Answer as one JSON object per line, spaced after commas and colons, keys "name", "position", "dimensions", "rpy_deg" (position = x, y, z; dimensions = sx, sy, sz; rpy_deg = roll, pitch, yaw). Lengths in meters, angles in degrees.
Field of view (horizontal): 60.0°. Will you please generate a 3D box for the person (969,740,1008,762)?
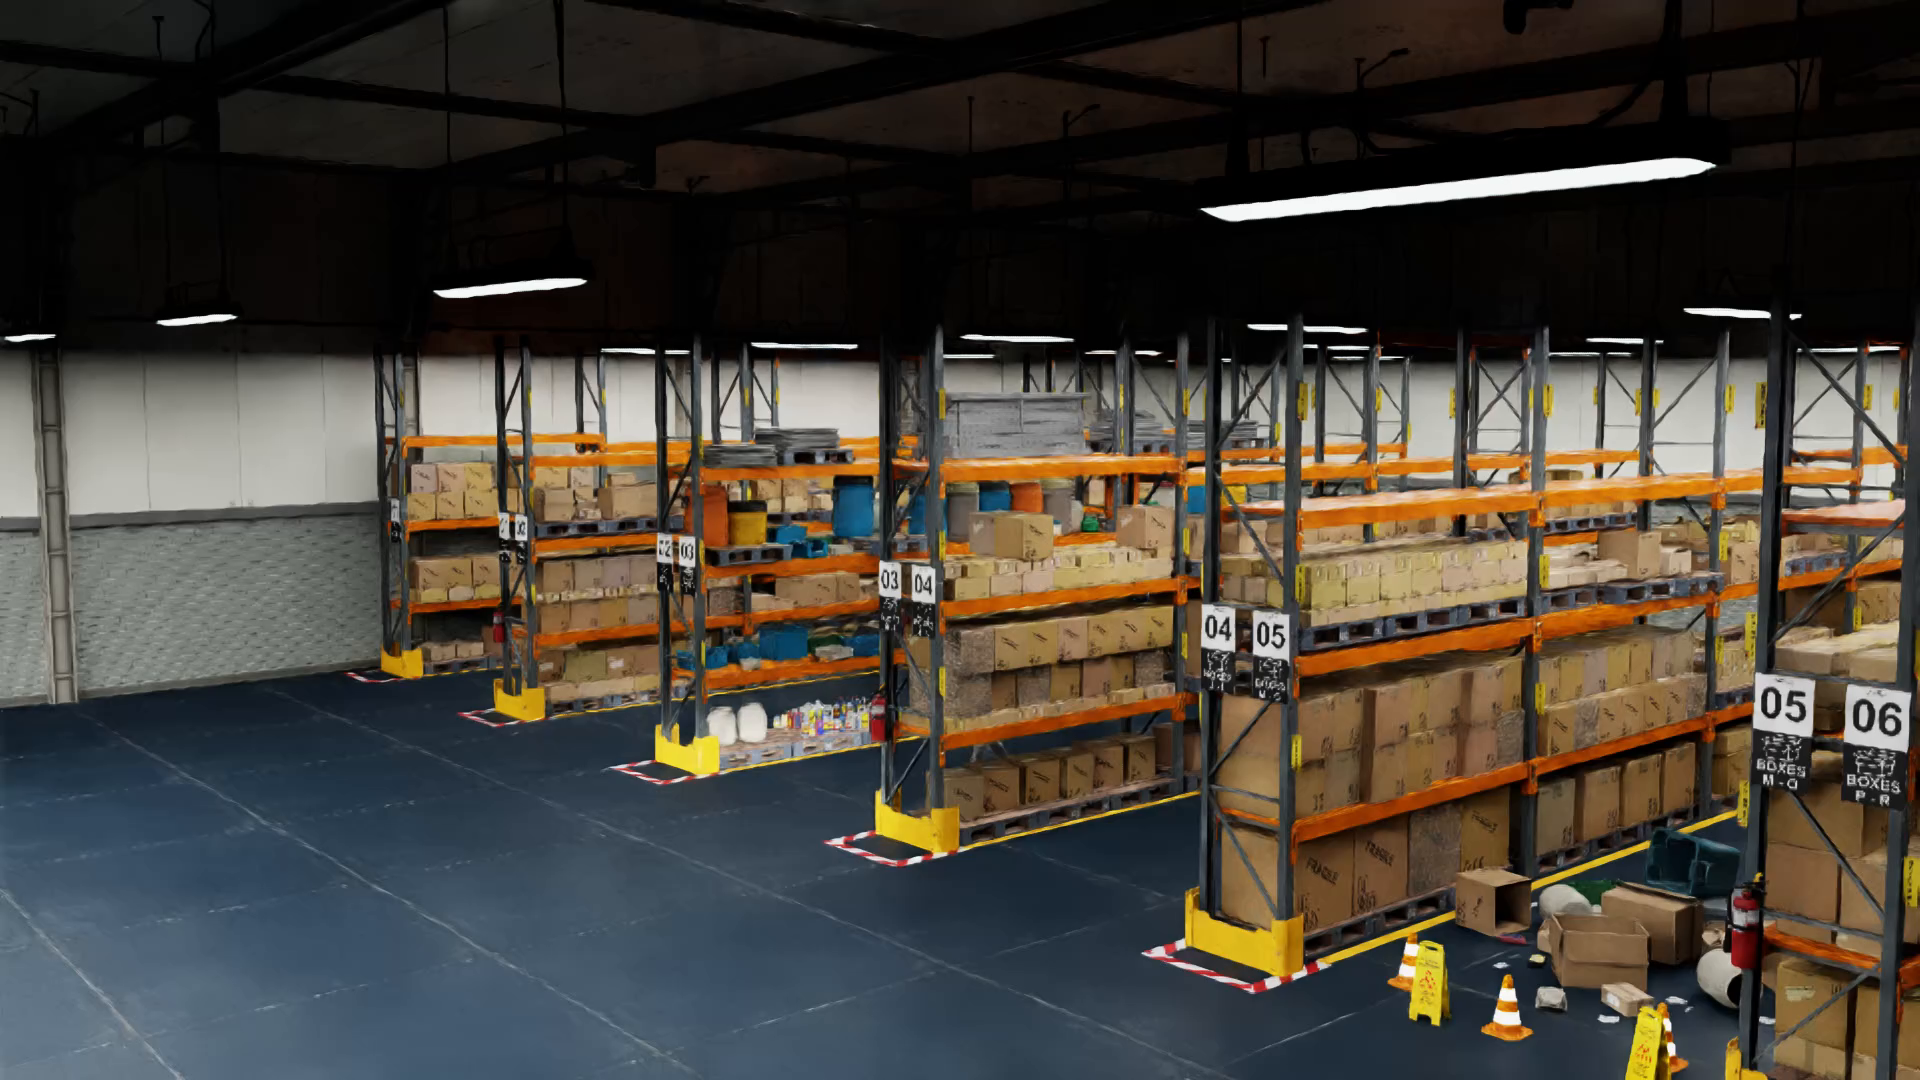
{"name": "person", "position": [0.293, 2.368, 21.847], "dimensions": [1.110, 1.590, 0.446], "rpy_deg": [-4, 7, -38]}
